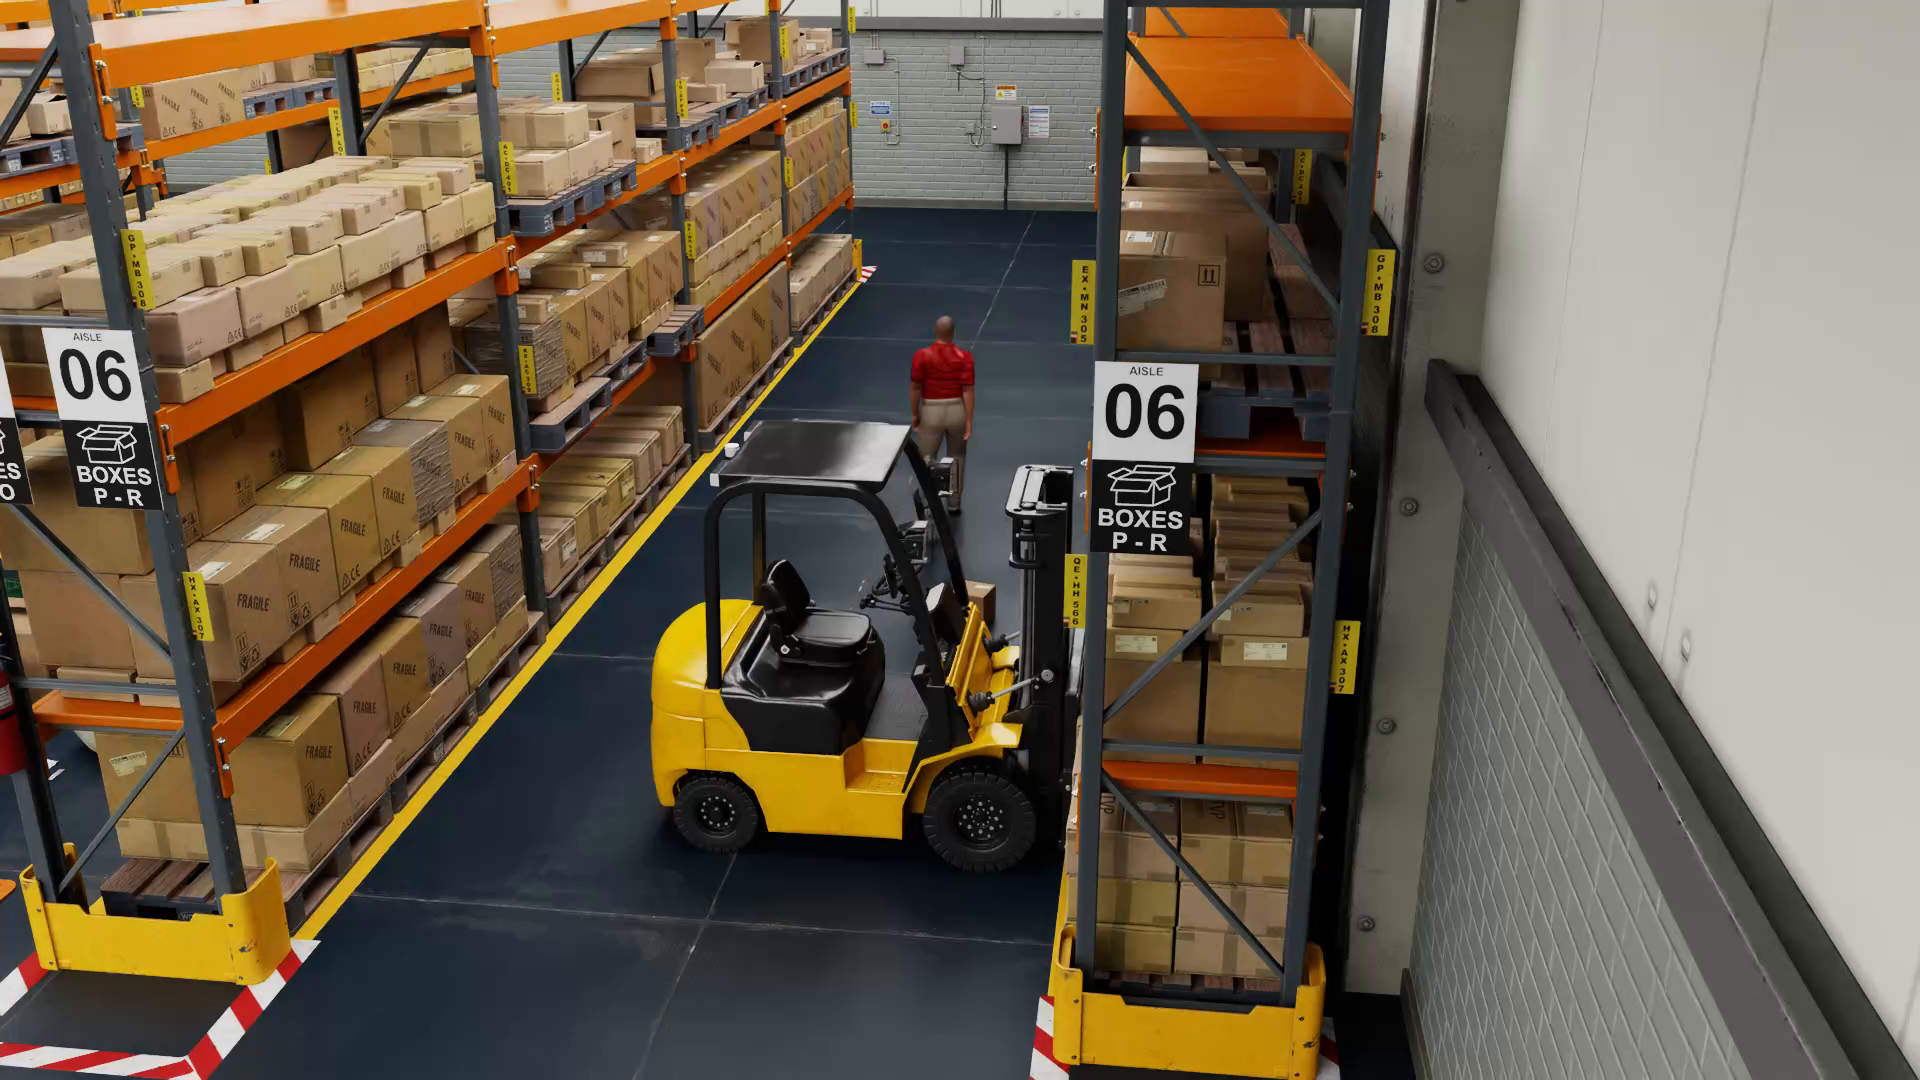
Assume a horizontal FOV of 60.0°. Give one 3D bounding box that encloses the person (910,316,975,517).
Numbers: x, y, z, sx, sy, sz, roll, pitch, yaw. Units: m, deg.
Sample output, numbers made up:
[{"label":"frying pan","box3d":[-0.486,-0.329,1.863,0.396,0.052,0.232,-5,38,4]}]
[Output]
[{"label":"person","box3d":[-0.145,-1.015,13.713,0.535,1.697,0.757,0,21,0]}]
